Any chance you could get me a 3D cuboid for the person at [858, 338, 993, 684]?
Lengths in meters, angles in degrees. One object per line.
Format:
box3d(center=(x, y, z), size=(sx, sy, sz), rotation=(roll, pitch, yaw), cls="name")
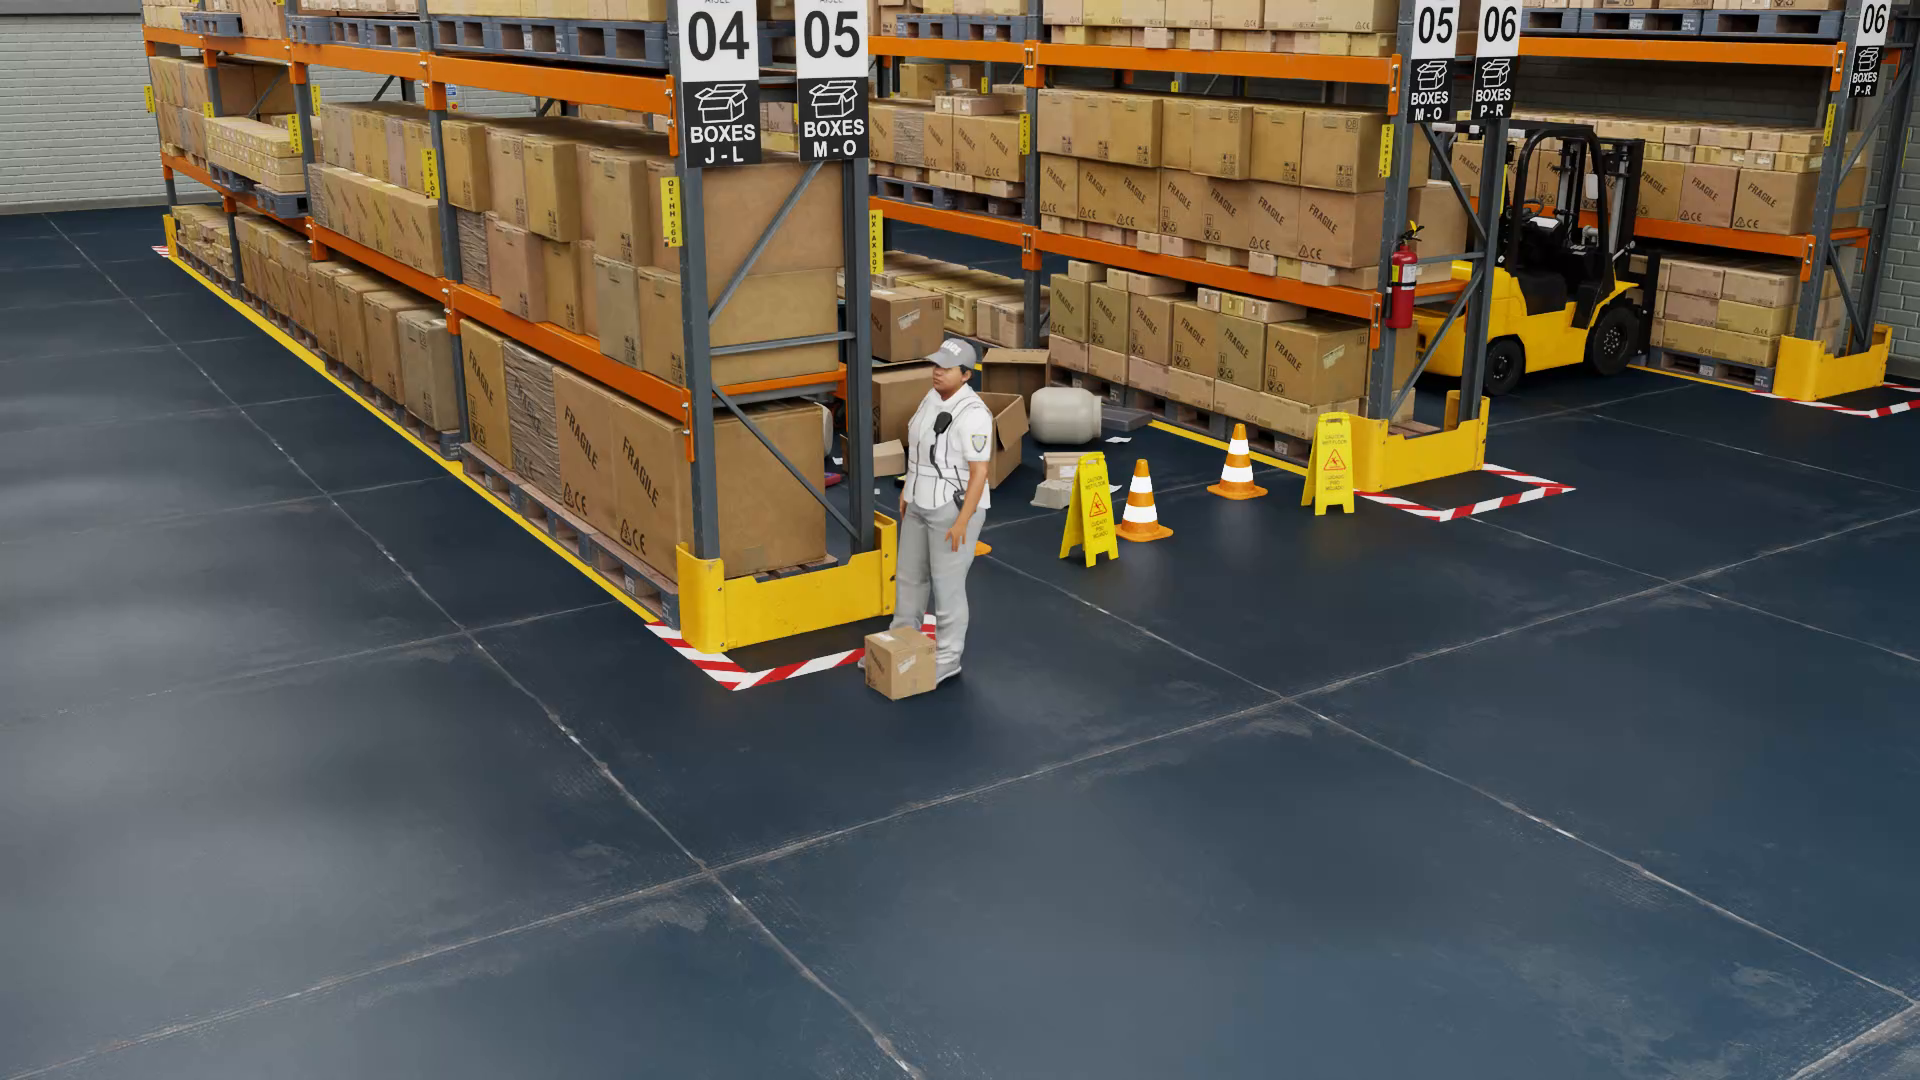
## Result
box3d(center=(-0.152, -0.132, 7.920), size=(0.529, 1.669, 0.595), rotation=(-11, 21, -30), cls="person")
